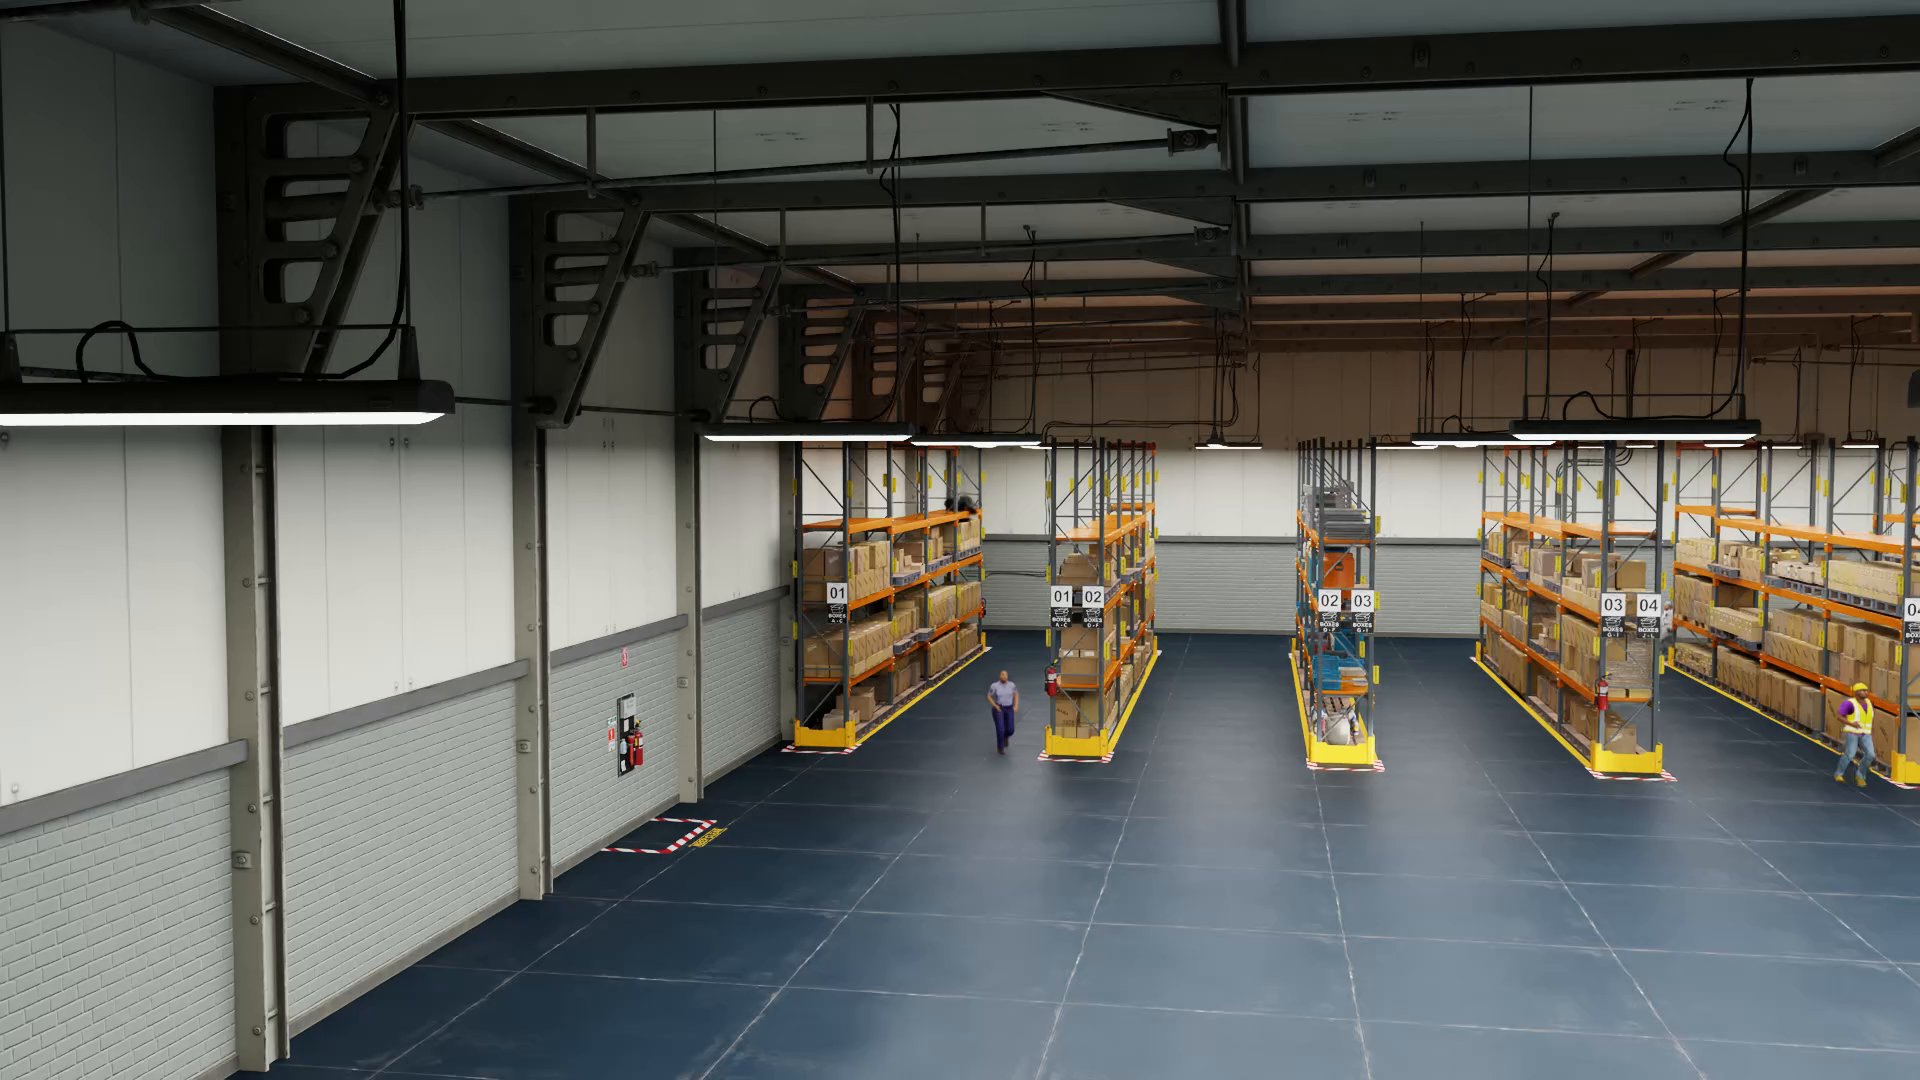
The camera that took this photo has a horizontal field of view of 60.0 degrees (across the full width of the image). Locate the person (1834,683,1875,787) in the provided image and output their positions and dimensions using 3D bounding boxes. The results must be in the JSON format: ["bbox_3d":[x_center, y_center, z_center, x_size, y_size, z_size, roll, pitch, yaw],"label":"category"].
[{"bbox_3d":[15.430,3.361,28.569,0.762,1.822,0.638,0,3,-7],"label":"person"}]

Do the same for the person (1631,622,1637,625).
[{"bbox_3d":[18.193,2.569,45.442,0.729,1.495,0.659,2,4,35],"label":"person"}]

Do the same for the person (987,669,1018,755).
[{"bbox_3d":[0.825,3.259,31.641,0.639,1.612,0.573,-1,3,-15],"label":"person"}]

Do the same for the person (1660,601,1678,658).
[{"bbox_3d":[19.383,2.511,45.532,0.695,1.690,0.691,0,3,5],"label":"person"}]
